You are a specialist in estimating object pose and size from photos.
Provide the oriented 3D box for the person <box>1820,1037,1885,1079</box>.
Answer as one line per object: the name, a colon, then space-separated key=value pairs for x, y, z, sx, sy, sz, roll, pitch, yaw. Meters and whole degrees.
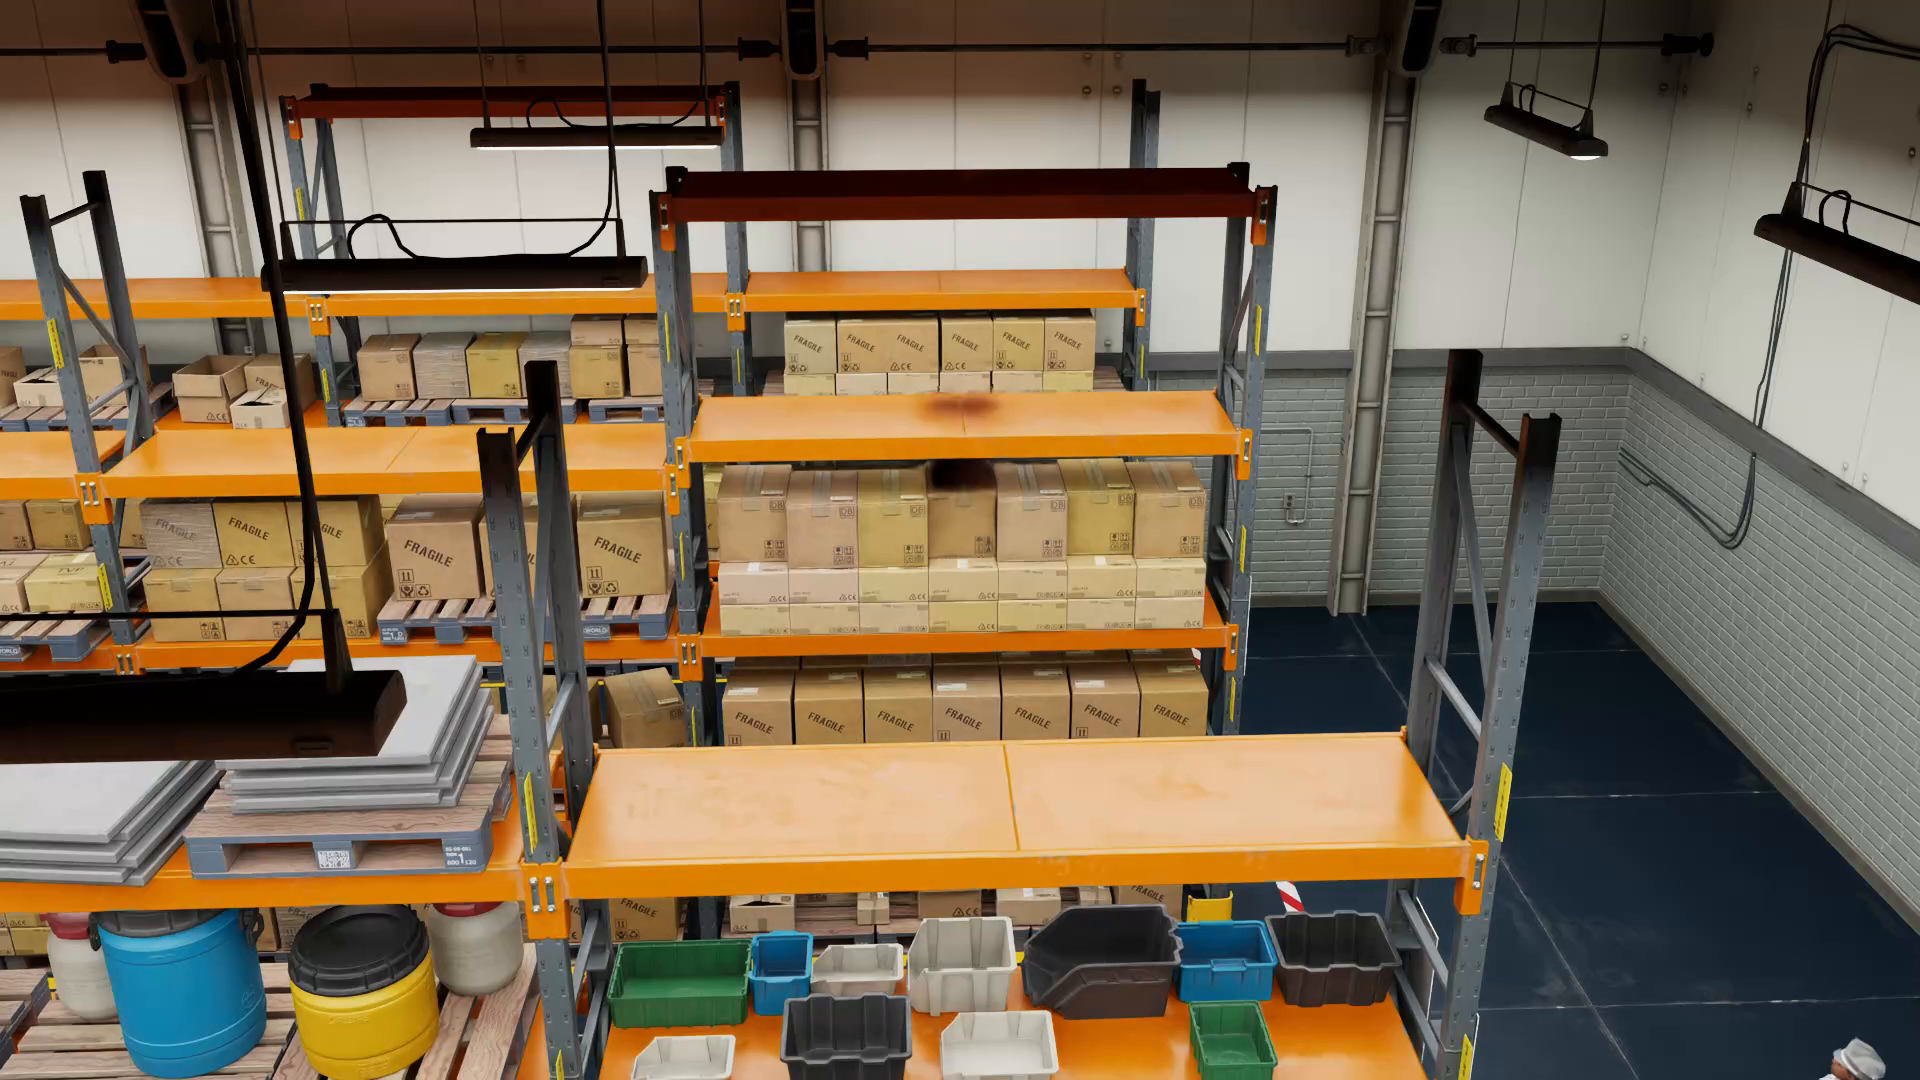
person: x=5.105 y=3.679 z=9.859 sx=0.413 sy=1.693 sz=0.477 roll=0 pitch=22 yaw=0
